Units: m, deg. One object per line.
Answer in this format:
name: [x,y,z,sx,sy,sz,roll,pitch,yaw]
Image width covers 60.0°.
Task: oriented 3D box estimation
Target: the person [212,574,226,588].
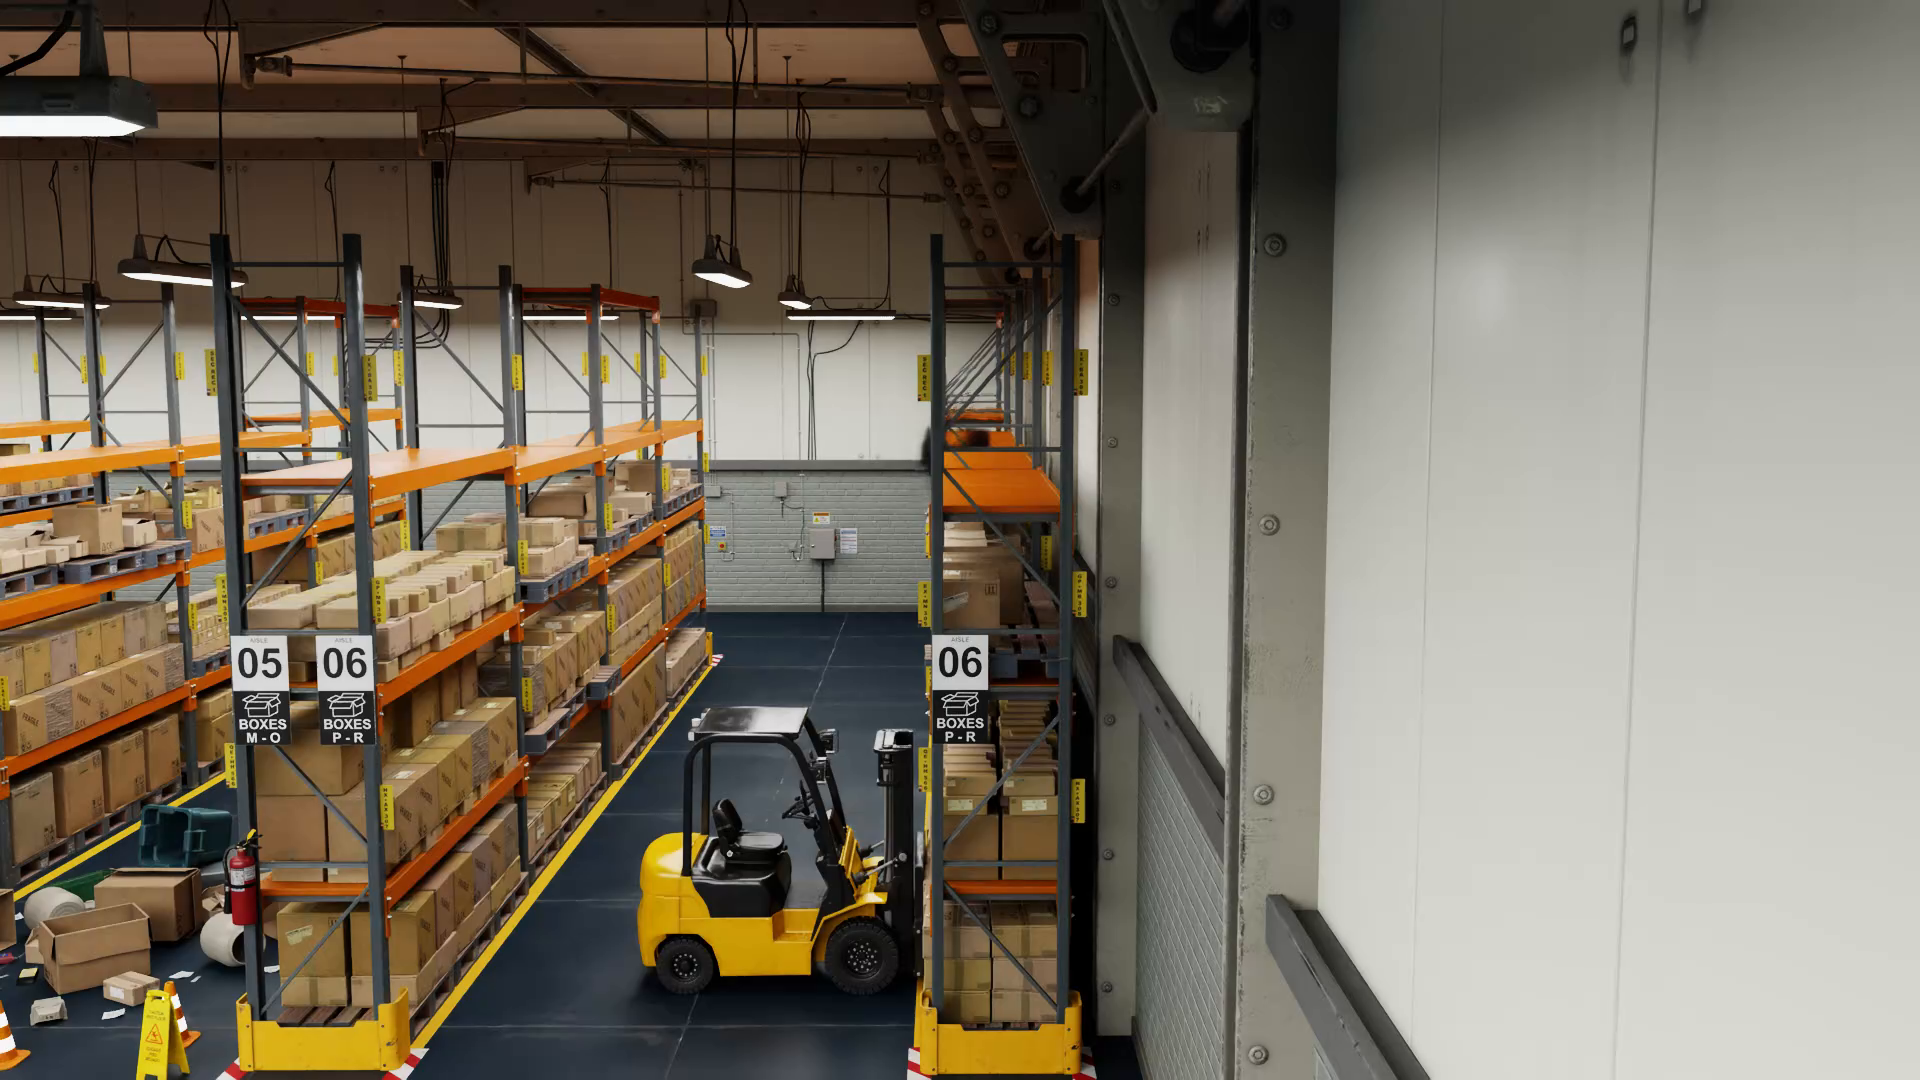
person: [-11.484,1.414,26.065,0.706,1.810,0.845,0,6,2]
